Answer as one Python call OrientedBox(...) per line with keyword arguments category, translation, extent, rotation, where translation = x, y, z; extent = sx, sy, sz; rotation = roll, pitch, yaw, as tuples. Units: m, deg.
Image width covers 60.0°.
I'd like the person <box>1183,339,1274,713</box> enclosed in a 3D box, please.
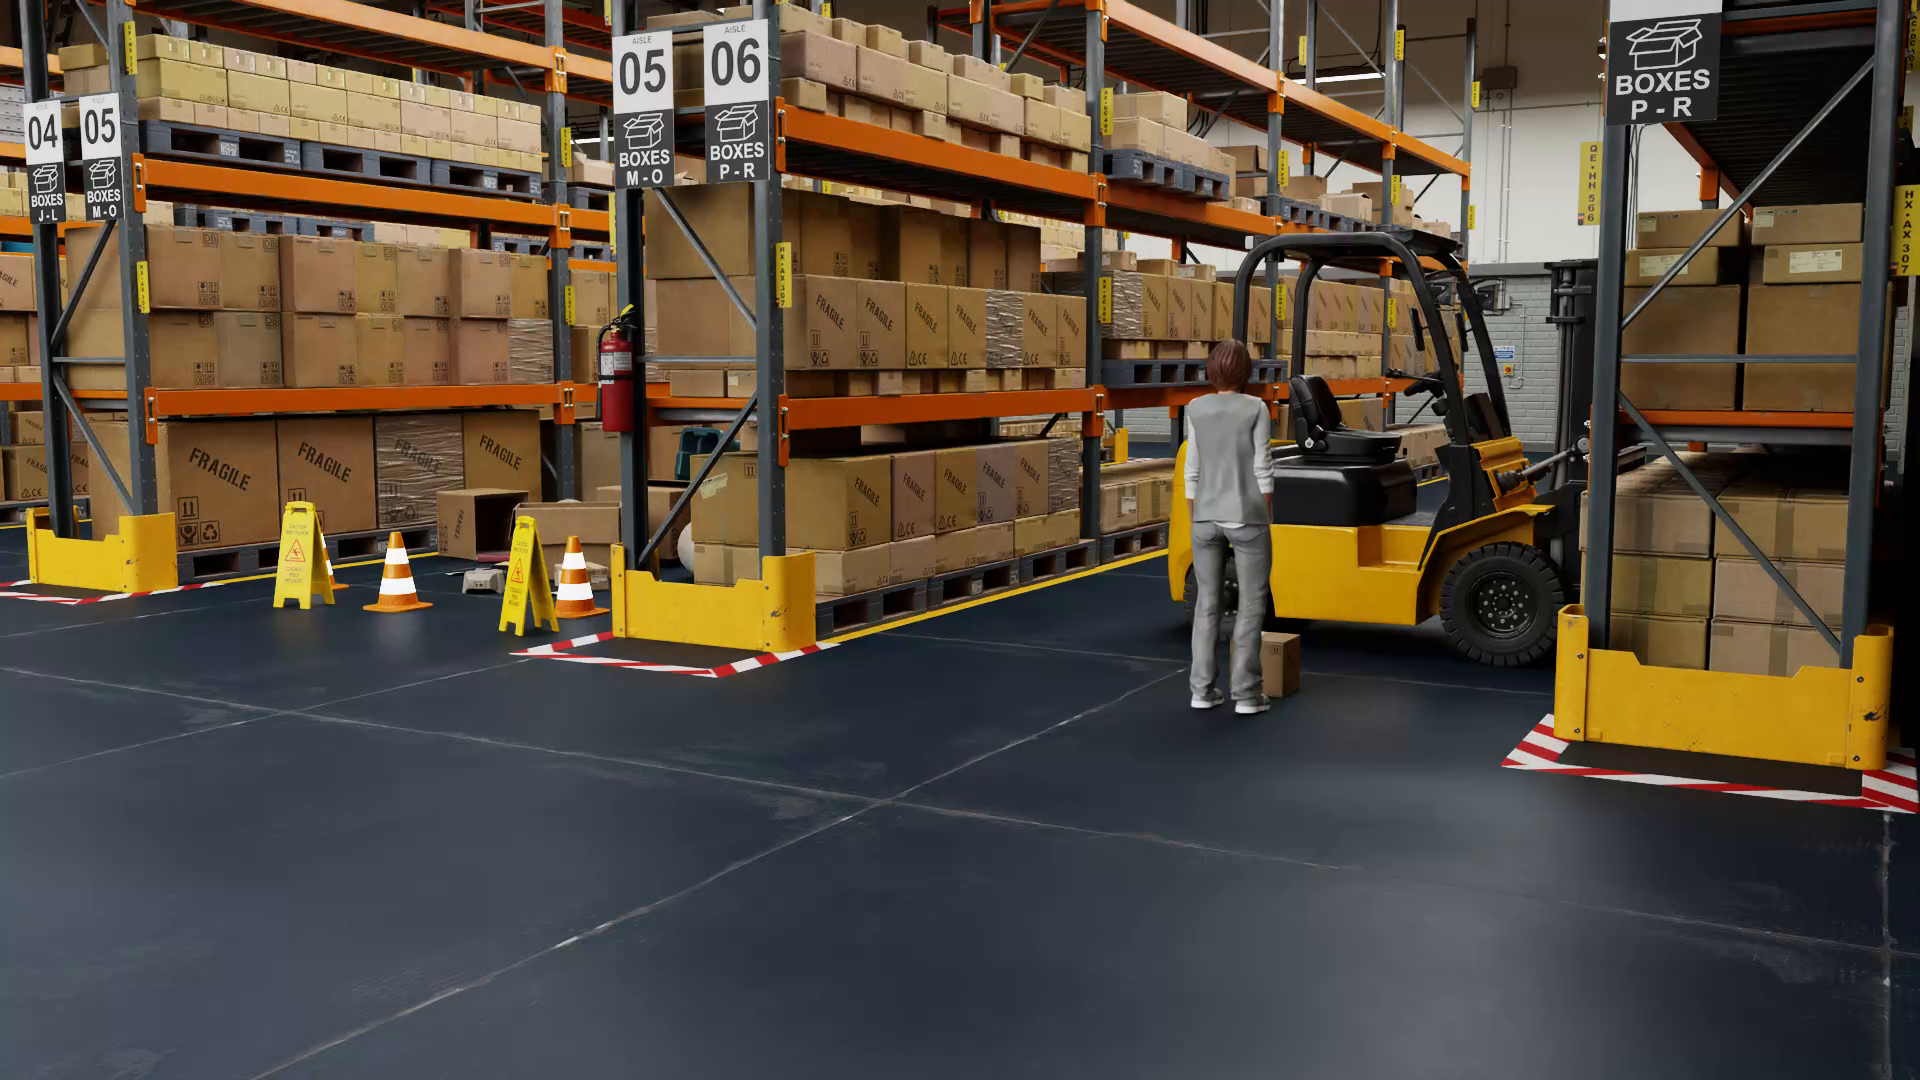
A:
OrientedBox(category="person", translation=(1.147, -0.057, 7.128), extent=(0.407, 1.594, 0.308), rotation=(4, 7, 30))
